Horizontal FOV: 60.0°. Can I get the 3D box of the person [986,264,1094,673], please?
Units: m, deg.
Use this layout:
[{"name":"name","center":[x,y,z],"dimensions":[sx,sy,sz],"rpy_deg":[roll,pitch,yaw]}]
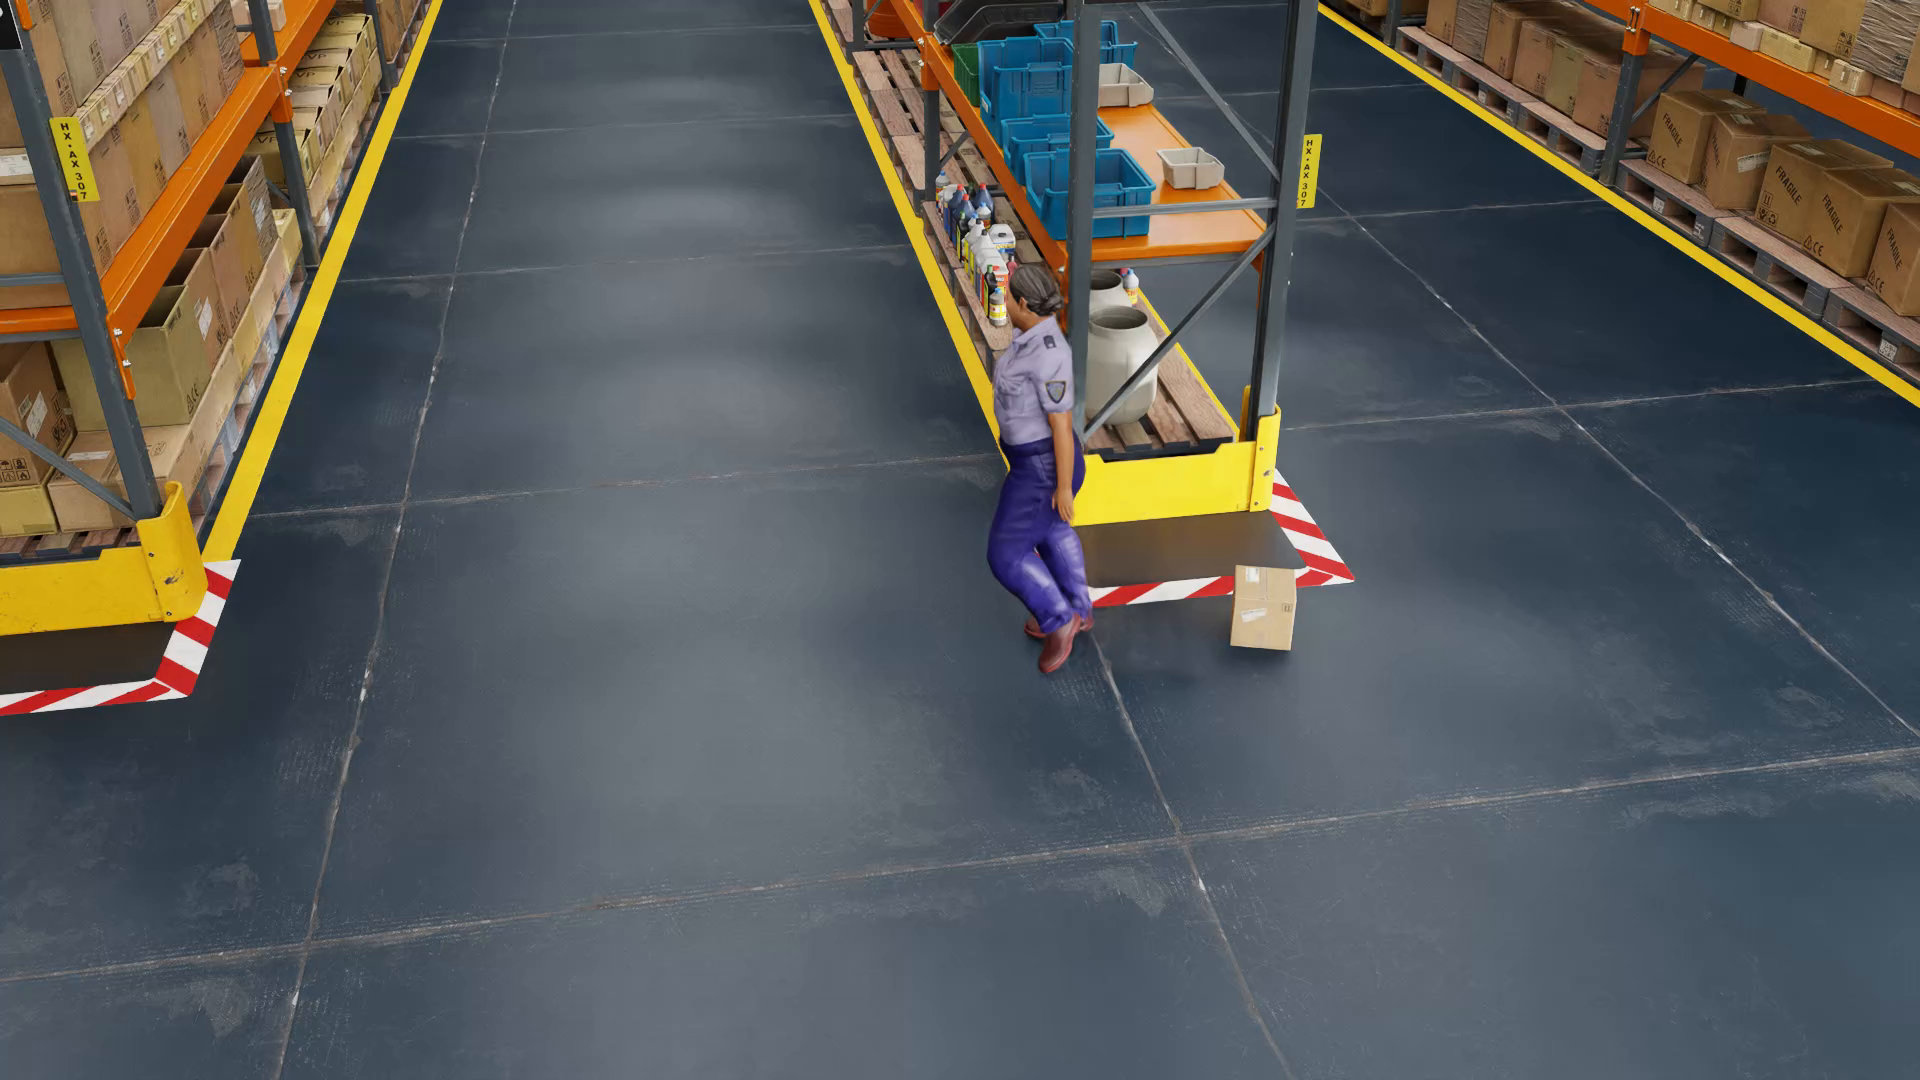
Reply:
[{"name":"person","center":[0.333,-0.287,6.603],"dimensions":[0.483,1.635,0.608],"rpy_deg":[-2,31,-4]}]
